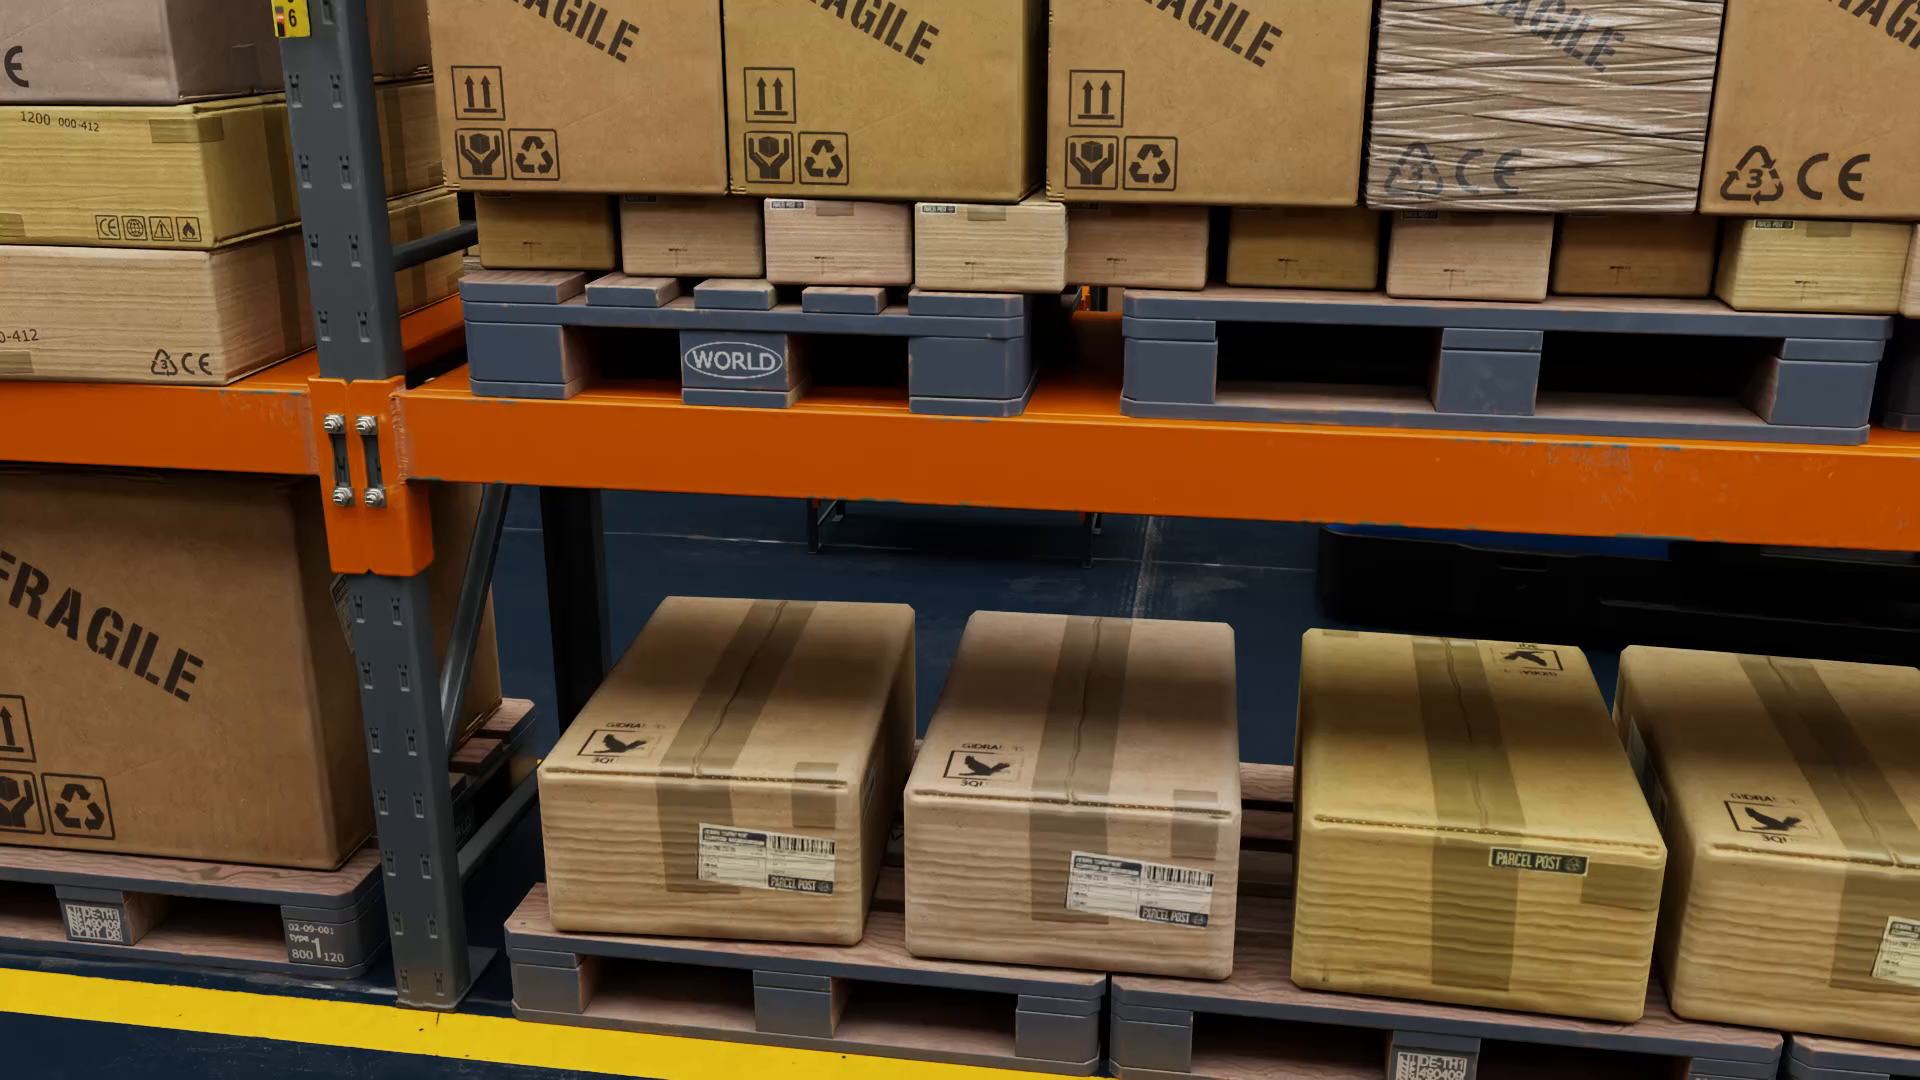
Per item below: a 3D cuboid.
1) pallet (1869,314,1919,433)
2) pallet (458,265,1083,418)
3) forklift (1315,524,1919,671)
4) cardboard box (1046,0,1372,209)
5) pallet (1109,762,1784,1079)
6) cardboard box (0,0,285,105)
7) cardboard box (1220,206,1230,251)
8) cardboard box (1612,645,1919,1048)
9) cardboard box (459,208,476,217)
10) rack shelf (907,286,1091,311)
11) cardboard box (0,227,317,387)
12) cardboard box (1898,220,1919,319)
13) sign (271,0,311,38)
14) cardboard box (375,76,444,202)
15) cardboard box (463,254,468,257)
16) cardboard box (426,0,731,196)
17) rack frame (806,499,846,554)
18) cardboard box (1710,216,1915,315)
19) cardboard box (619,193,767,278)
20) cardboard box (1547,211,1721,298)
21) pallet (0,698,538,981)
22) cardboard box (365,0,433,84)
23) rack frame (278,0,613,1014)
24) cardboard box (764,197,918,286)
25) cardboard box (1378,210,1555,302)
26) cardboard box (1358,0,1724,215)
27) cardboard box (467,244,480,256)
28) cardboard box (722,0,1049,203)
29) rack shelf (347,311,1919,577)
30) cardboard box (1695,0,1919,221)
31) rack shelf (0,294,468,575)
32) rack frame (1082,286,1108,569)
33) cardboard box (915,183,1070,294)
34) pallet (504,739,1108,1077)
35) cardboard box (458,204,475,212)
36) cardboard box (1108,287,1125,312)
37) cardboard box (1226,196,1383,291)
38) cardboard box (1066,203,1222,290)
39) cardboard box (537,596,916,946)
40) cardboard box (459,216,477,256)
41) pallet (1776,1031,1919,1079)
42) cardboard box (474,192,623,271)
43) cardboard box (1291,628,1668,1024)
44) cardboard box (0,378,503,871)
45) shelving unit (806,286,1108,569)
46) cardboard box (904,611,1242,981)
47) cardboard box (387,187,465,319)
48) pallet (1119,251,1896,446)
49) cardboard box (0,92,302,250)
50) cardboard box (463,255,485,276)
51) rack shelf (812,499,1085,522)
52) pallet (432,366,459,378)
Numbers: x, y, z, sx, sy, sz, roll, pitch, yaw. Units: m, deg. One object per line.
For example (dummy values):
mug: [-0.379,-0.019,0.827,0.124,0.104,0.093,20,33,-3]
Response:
pallet: [2.200,-0.404,3.085,1.213,0.211,1.003,3,19,9]
pallet: [-0.298,-0.518,3.428,1.003,0.211,1.213,3,19,9]
forklift: [2.760,-1.155,5.136,3.031,2.935,1.130,5,19,14]
cardboard box: [0.430,-0.856,2.845,0.500,0.500,0.500,3,19,10]
pallet: [0.954,0.812,3.542,1.213,0.211,1.003,3,19,9]
cardboard box: [-1.570,-1.078,3.063,0.500,0.500,0.500,2,19,7]
cardboard box: [0.624,-0.683,3.351,0.250,0.149,0.380,3,19,9]
cardboard box: [1.703,0.576,3.335,0.625,0.372,0.950,4,19,12]
cardboard box: [-2.490,-1.710,8.941,0.250,0.149,0.380,3,19,9]
rack shelf: [-0.007,-0.811,6.033,1.000,0.278,0.538,3,19,9]
cardboard box: [-1.559,-0.485,3.261,0.500,0.250,0.500,2,19,7]
cardboard box: [1.609,-0.462,2.691,0.250,0.149,0.380,3,19,9]
sign: [-1.103,-0.987,2.701,0.005,0.325,0.100,3,19,9]
cardboard box: [-1.479,-0.881,3.657,0.500,0.250,0.500,3,19,8]
cardboard box: [-2.723,-1.237,8.551,0.500,0.500,0.500,2,19,7]
cardboard box: [-0.611,-0.904,2.991,0.500,0.500,0.500,2,19,7]
rack frame: [-0.509,-0.559,6.202,0.032,1.125,0.500,3,19,9]
cardboard box: [1.374,-0.486,2.762,0.250,0.149,0.380,3,19,9]
cardboard box: [-0.453,-0.593,3.081,0.250,0.149,0.380,2,19,5]
cardboard box: [1.131,-0.531,2.898,0.250,0.149,0.380,2,19,7]
pallet: [-1.785,0.647,4.036,1.213,0.211,1.003,3,19,9]
cardboard box: [-1.466,-1.235,3.533,0.500,0.500,0.500,2,19,7]
rack frame: [-1.018,-0.612,3.405,0.127,3.000,1.000,3,19,9]
cardboard box: [-0.190,-0.564,2.997,0.250,0.149,0.380,2,19,5]
cardboard box: [0.861,-0.521,2.866,0.250,0.149,0.380,4,19,10]
cardboard box: [0.923,-0.828,2.763,0.500,0.500,0.500,2,19,7]
cardboard box: [-2.302,-1.538,8.427,0.250,0.149,0.380,3,19,9]
cardboard box: [-0.095,-0.880,2.919,0.500,0.500,0.500,4,19,11]
rack shelf: [0.957,-0.170,3.218,4.000,0.370,1.077,3,19,9]
cardboard box: [1.440,-0.802,2.685,0.500,0.500,0.500,4,19,11]
rack shelf: [-2.993,-0.371,3.820,4.000,0.370,1.077,3,19,9]
rack frame: [0.495,-0.508,6.049,0.032,1.125,0.500,3,19,9]
cardboard box: [0.078,-0.544,2.936,0.250,0.149,0.380,3,19,9]
pallet: [-0.247,0.750,3.728,1.213,0.211,1.003,3,19,9]
cardboard box: [-2.752,-1.705,8.927,0.250,0.149,0.380,3,19,10]
cardboard box: [1.026,-1.174,8.165,0.625,0.625,0.875,4,19,10]
cardboard box: [0.614,-0.554,2.967,0.250,0.149,0.380,4,19,11]
cardboard box: [0.329,-0.556,2.973,0.250,0.149,0.380,4,19,12]
cardboard box: [-0.462,0.467,3.661,0.625,0.372,0.950,2,19,5]
cardboard box: [-2.573,-1.542,8.441,0.250,0.149,0.380,4,19,11]
pallet: [2.162,0.873,3.361,1.213,0.211,1.003,3,19,9]
cardboard box: [-0.727,-0.617,3.155,0.250,0.149,0.380,2,19,5]
cardboard box: [1.016,0.541,3.438,0.625,0.372,0.950,4,19,10]
cardboard box: [-1.687,0.136,3.857,0.875,0.875,0.875,3,19,8]
shelving unit: [-0.007,-0.534,6.126,1.048,1.125,0.538,3,19,9]
cardboard box: [0.268,0.501,3.557,0.625,0.372,0.950,3,19,8]
cardboard box: [-1.461,-0.644,3.738,0.500,0.250,0.500,3,19,8]
pallet: [0.943,-0.434,3.176,1.213,0.211,1.003,3,19,9]
cardboard box: [-1.537,-0.723,3.184,0.500,0.250,0.500,3,19,8]
cardboard box: [-2.212,-1.209,8.467,0.500,0.500,0.500,2,19,7]
rack shelf: [-0.007,-0.302,6.203,1.000,0.278,0.538,3,19,9]
pallet: [-2.167,-0.956,8.829,1.213,0.211,1.003,3,19,9]
